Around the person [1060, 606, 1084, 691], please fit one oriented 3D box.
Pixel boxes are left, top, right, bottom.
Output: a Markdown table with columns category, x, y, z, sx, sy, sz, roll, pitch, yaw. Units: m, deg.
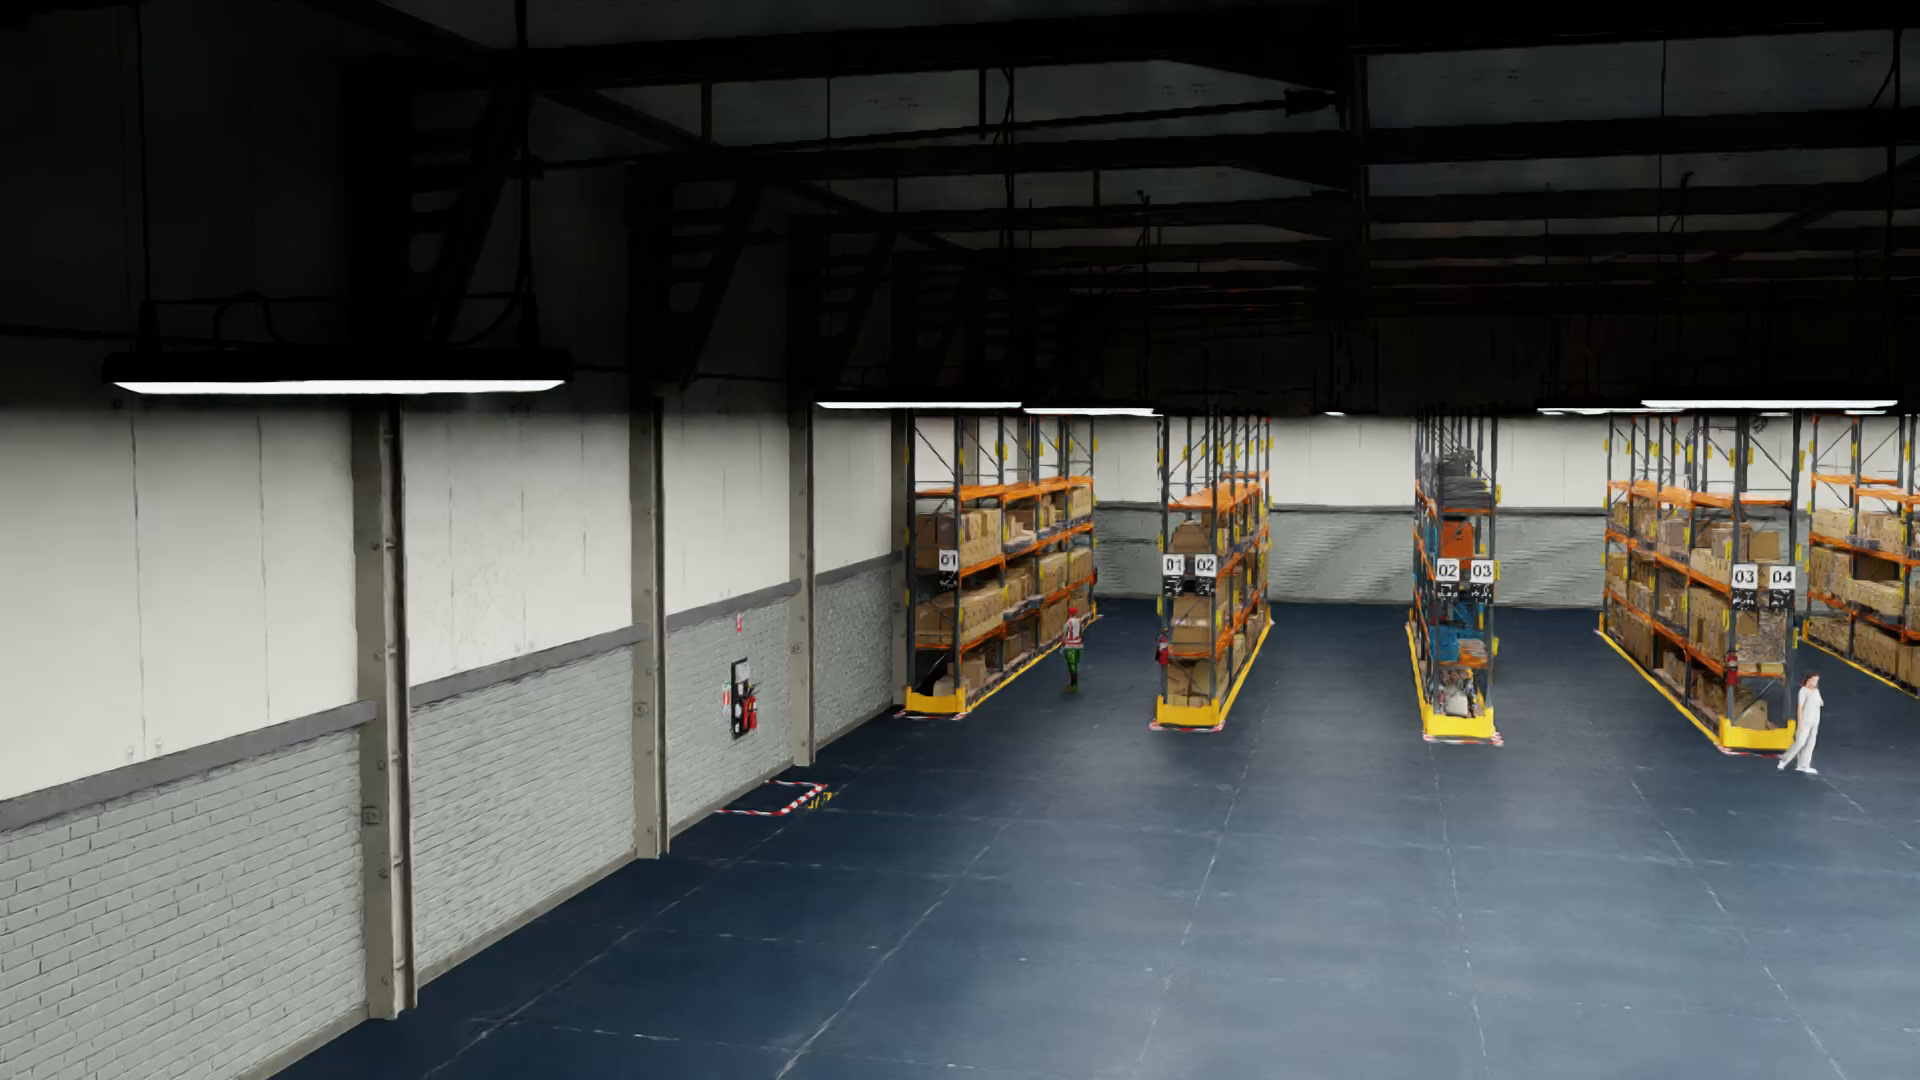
| category | x | y | z | sx | sy | sz | roll | pitch | yaw |
| --- | --- | --- | --- | --- | --- | --- | --- | --- | --- |
| person | 2.351 | 2.265 | 35.044 | 0.569 | 1.786 | 0.653 | 4 | 6 | 44 |

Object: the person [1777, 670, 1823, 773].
| category | x | y | z | sx | sy | sz | roll | pitch | yaw |
| --- | --- | --- | --- | --- | --- | --- | --- | --- | --- |
| person | 13.577 | 3.059 | 26.884 | 0.640 | 1.410 | 0.495 | -2 | 5 | -26 |

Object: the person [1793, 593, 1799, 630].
| category | x | y | z | sx | sy | sz | roll | pitch | yaw |
| --- | --- | --- | --- | --- | --- | --- | --- | --- | --- |
| person | 22.201 | 1.695 | 44.515 | 0.502 | 1.588 | 0.468 | -3 | 5 | -38 |
